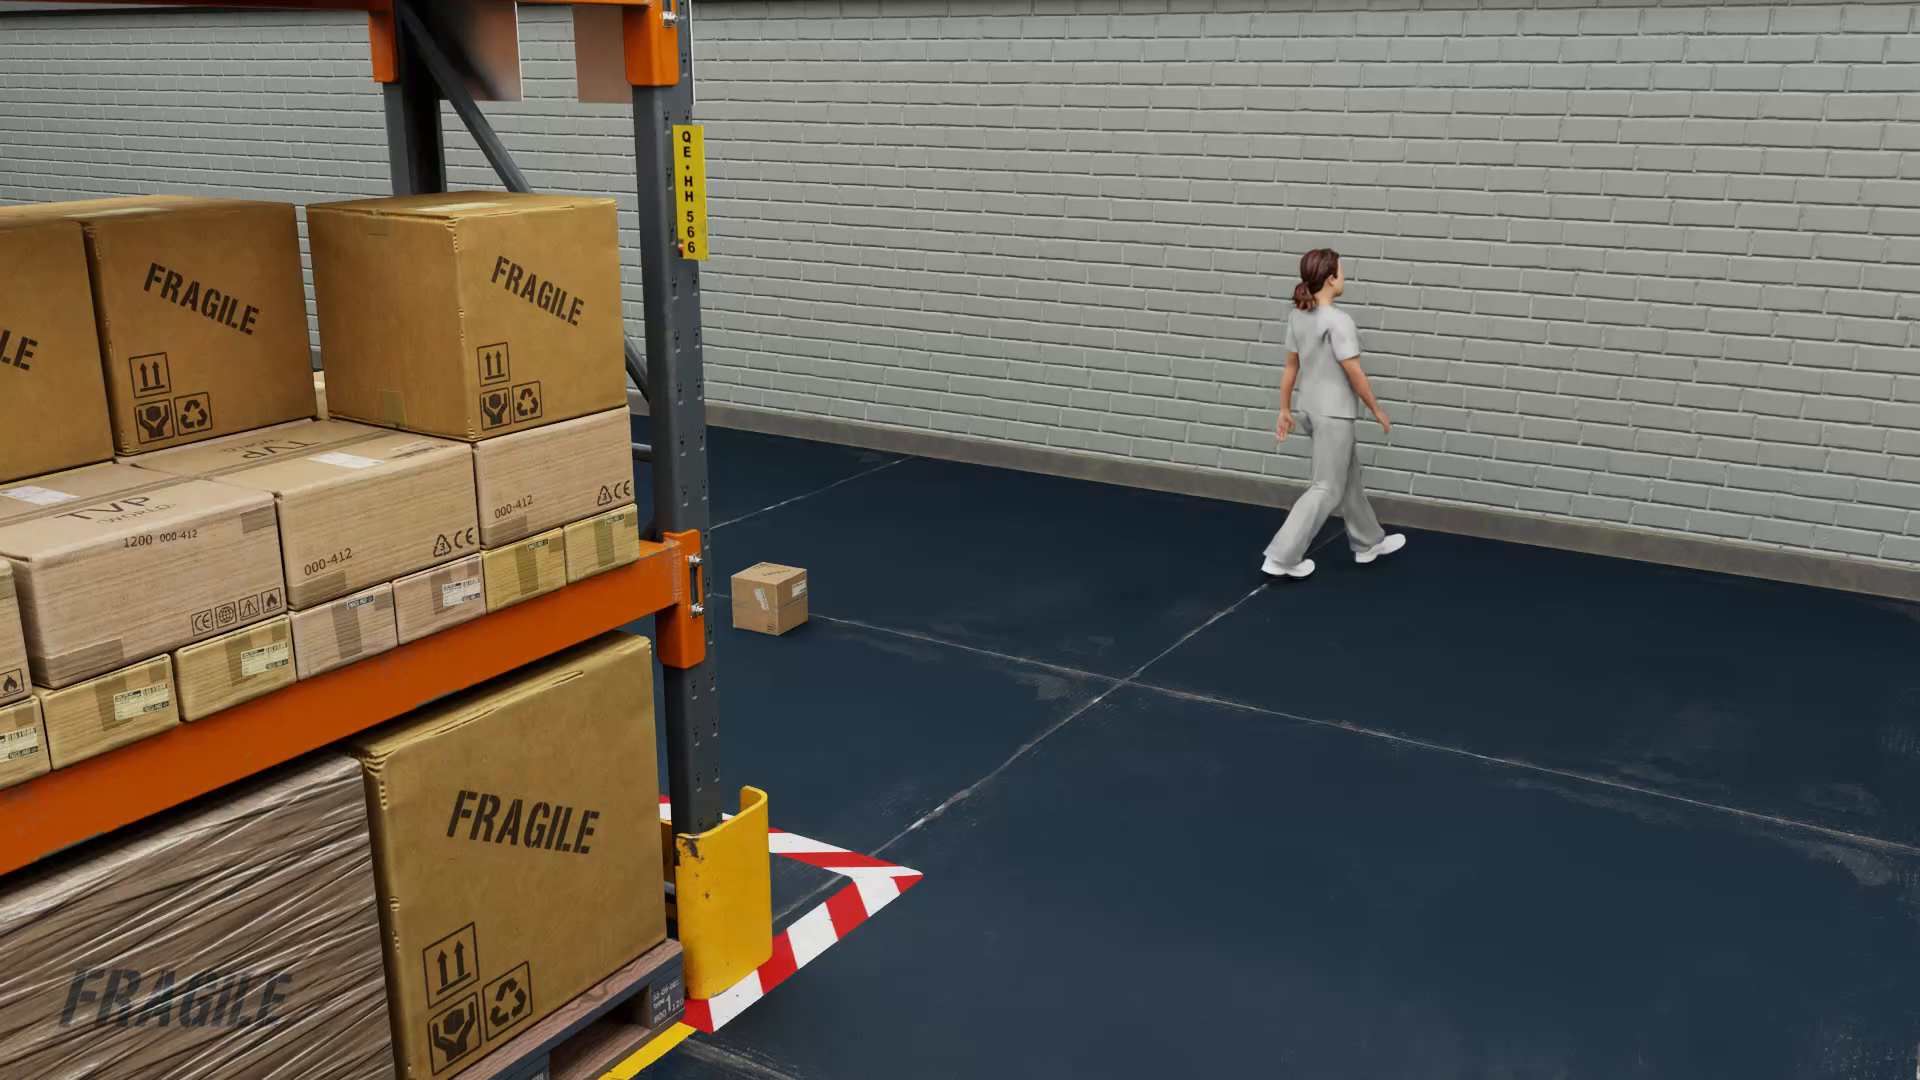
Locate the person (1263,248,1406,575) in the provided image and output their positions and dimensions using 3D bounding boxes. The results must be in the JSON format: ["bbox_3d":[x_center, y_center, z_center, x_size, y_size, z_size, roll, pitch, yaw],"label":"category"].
[{"bbox_3d":[1.911,-0.630,8.217,0.906,1.619,0.479,-6,17,-20],"label":"person"}]
